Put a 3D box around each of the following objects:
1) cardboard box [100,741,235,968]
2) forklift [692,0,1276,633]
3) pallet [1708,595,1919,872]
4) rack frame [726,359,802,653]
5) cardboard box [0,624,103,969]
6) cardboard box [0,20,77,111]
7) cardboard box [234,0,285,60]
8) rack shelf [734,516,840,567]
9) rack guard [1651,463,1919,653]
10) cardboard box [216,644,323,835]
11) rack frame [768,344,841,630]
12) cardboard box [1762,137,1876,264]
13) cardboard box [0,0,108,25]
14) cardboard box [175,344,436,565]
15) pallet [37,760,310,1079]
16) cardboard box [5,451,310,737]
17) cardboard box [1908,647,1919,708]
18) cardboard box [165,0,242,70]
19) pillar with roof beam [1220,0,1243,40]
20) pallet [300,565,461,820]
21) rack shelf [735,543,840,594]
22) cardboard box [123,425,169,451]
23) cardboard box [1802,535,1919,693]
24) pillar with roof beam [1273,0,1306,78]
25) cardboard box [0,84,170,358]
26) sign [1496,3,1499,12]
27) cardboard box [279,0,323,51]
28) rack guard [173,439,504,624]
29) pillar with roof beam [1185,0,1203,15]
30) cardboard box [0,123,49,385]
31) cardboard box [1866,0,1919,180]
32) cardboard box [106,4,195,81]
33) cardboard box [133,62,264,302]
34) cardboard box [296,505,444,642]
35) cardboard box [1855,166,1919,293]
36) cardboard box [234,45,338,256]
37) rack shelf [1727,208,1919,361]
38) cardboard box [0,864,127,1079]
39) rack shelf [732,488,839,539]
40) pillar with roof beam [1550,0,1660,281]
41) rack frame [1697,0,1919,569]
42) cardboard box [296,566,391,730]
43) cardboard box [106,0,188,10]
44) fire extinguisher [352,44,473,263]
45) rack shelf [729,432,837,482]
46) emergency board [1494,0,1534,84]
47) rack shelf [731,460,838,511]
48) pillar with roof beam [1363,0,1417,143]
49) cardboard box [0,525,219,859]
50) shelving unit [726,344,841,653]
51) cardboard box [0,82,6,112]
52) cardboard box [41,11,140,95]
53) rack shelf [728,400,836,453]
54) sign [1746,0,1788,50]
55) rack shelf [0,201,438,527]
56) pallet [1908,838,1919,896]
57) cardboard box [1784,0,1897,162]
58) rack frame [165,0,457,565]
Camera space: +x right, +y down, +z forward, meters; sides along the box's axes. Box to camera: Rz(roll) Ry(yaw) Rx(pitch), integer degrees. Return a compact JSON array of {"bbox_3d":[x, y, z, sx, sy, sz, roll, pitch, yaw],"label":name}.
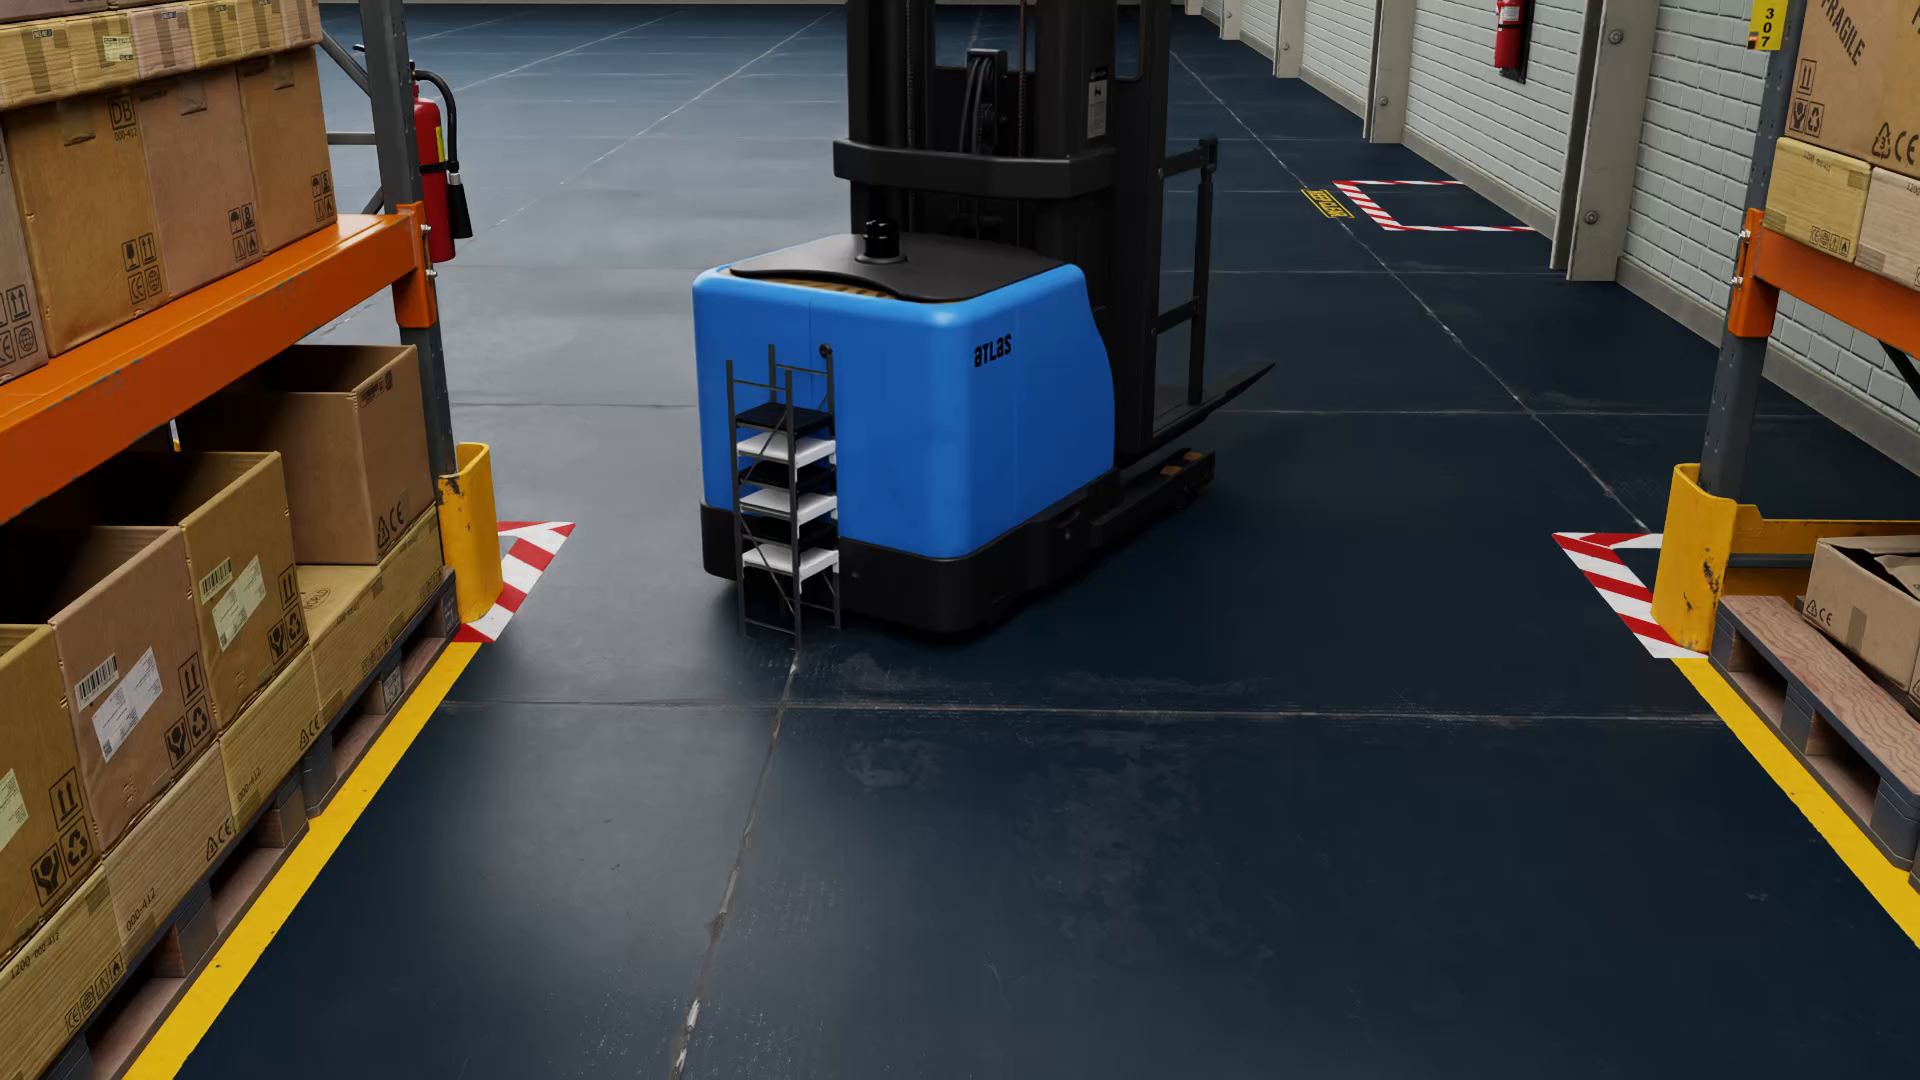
[{"bbox_3d":[-1.879,0.638,3.459,0.500,0.250,0.500,1,21,2],"label":"cardboard box"},{"bbox_3d":[0.341,-1.565,6.011,1.130,2.935,3.031,13,25,29],"label":"forklift"},{"bbox_3d":[2.765,0.486,4.485,1.003,0.211,1.213,1,21,2],"label":"pallet"},{"bbox_3d":[-0.590,-0.093,5.025,0.240,0.900,0.006,13,25,29],"label":"rack frame"},{"bbox_3d":[-1.889,0.469,2.858,0.500,0.500,0.500,1,21,2],"label":"cardboard box"},{"bbox_3d":[-1.983,-0.929,3.241,0.380,0.149,0.250,1,21,3],"label":"cardboard box"},{"bbox_3d":[-1.952,-1.302,4.203,0.380,0.149,0.250,1,21,3],"label":"cardboard box"},{"bbox_3d":[-0.536,-0.009,5.150,0.258,0.077,0.200,13,25,29],"label":"rack shelf"},{"bbox_3d":[2.825,0.058,5.189,1.175,0.500,0.348,1,21,2],"label":"rack guard"},{"bbox_3d":[-1.862,0.457,3.925,0.500,0.250,0.500,1,21,2],"label":"cardboard box"},{"bbox_3d":[-0.483,-0.156,5.186,0.240,0.900,0.006,13,25,29],"label":"rack frame"},{"bbox_3d":[2.495,-0.901,4.385,0.500,0.250,0.500,0,21,0],"label":"cardboard box"},{"bbox_3d":[-2.178,-1.279,3.247,0.700,0.500,0.500,1,21,2],"label":"cardboard box"},{"bbox_3d":[-1.843,-0.254,4.722,0.500,0.500,0.500,1,21,2],"label":"cardboard box"},{"bbox_3d":[-2.145,0.829,3.601,1.003,0.211,1.213,1,21,2],"label":"pallet"},{"bbox_3d":[-1.859,0.107,3.790,0.500,0.500,0.500,1,21,2],"label":"cardboard box"},{"bbox_3d":[2.699,0.369,4.041,0.500,0.311,0.500,2,21,6],"label":"cardboard box"},{"bbox_3d":[-1.960,-1.210,3.965,0.380,0.149,0.250,0,21,1],"label":"cardboard box"},{"bbox_3d":[0.098,-12.394,25.532,9.100,9.000,0.400,1,21,2],"label":"pillar with roof beam"},{"bbox_3d":[-2.106,0.389,4.735,1.003,0.211,1.213,1,21,2],"label":"pallet"},{"bbox_3d":[-0.536,0.075,5.183,0.258,0.077,0.200,13,25,29],"label":"rack shelf"},{"bbox_3d":[-2.376,-0.079,4.271,0.500,0.500,0.500,1,21,2],"label":"cardboard box"},{"bbox_3d":[2.716,0.163,4.572,0.500,0.311,0.500,-2,21,-4],"label":"cardboard box"},{"bbox_3d":[-0.085,-10.225,19.941,9.100,9.000,0.400,1,21,2],"label":"pillar with roof beam"},{"bbox_3d":[-2.183,-0.697,3.539,0.700,0.500,0.500,1,21,2],"label":"cardboard box"},{"bbox_3d":[4.086,-4.150,12.529,0.001,0.329,0.234,1,21,2],"label":"sign"},{"bbox_3d":[-1.945,-1.397,4.447,0.380,0.149,0.250,0,21,1],"label":"cardboard box"},{"bbox_3d":[-2.123,-0.031,5.419,1.175,0.500,0.348,1,21,2],"label":"rack guard"},{"bbox_3d":[0.280,-14.563,31.123,9.100,9.000,0.400,1,21,2],"label":"pillar with roof beam"},{"bbox_3d":[-2.196,-0.506,3.049,0.700,0.500,0.500,1,21,3],"label":"cardboard box"},{"bbox_3d":[2.487,-1.076,3.798,0.500,0.500,0.500,1,21,2],"label":"cardboard box"},{"bbox_3d":[-1.969,-1.119,3.731,0.380,0.149,0.250,1,21,2],"label":"cardboard box"},{"bbox_3d":[-2.162,-0.876,4.002,0.700,0.500,0.500,1,21,3],"label":"cardboard box"},{"bbox_3d":[-1.845,0.095,4.857,0.500,0.250,0.500,1,21,2],"label":"cardboard box"},{"bbox_3d":[2.494,-0.713,3.901,0.500,0.250,0.500,0,21,0],"label":"cardboard box"},{"bbox_3d":[-2.151,-1.066,4.491,0.700,0.500,0.500,1,21,2],"label":"cardboard box"},{"bbox_3d":[2.767,-0.076,3.074,1.077,0.370,4.000,1,21,2],"label":"rack shelf"},{"bbox_3d":[-1.888,0.819,2.993,0.500,0.250,0.500,1,21,2],"label":"cardboard box"},{"bbox_3d":[-0.536,-0.093,5.117,0.258,0.077,0.200,13,25,29],"label":"rack shelf"},{"bbox_3d":[-0.450,-5.886,8.758,9.100,9.000,0.400,1,21,2],"label":"pillar with roof beam"},{"bbox_3d":[2.827,-1.135,4.807,1.000,3.000,0.127,1,21,2],"label":"rack frame"},{"bbox_3d":[-1.848,0.276,4.391,0.500,0.250,0.500,1,21,2],"label":"cardboard box"},{"bbox_3d":[-2.163,-1.461,3.717,0.700,0.500,0.500,0,21,0],"label":"cardboard box"},{"bbox_3d":[-1.656,-1.190,5.055,0.296,0.674,0.183,1,21,2],"label":"fire extinguisher"},{"bbox_3d":[-0.536,-0.261,5.052,0.258,0.077,0.200,13,25,29],"label":"rack shelf"},{"bbox_3d":[3.966,-3.935,12.023,0.194,1.169,0.643,1,21,2],"label":"emergency board"},{"bbox_3d":[-0.536,-0.177,5.085,0.258,0.077,0.200,13,25,29],"label":"rack shelf"},{"bbox_3d":[-0.267,-8.055,14.349,9.100,9.000,0.400,1,21,2],"label":"pillar with roof beam"},{"bbox_3d":[-1.875,0.288,3.324,0.500,0.500,0.500,1,21,2],"label":"cardboard box"},{"bbox_3d":[-0.536,-0.124,5.105,0.258,0.900,0.210,13,25,29],"label":"shelving unit"},{"bbox_3d":[-1.990,-0.836,3.002,0.380,0.149,0.250,0,21,1],"label":"cardboard box"},{"bbox_3d":[-1.977,-1.024,3.486,0.380,0.149,0.250,1,21,3],"label":"cardboard box"},{"bbox_3d":[-0.536,-0.345,5.020,0.258,0.077,0.200,13,25,29],"label":"rack shelf"},{"bbox_3d":[2.285,-1.544,4.666,0.100,0.325,0.005,1,21,2],"label":"sign"},{"bbox_3d":[-2.185,-0.130,3.211,1.077,0.370,4.000,1,21,2],"label":"rack shelf"},{"bbox_3d":[2.725,0.926,3.351,1.003,0.211,1.213,1,21,2],"label":"pallet"},{"bbox_3d":[2.512,-1.255,4.259,0.500,0.500,0.500,1,21,2],"label":"cardboard box"},{"bbox_3d":[-2.124,-1.188,4.944,1.000,3.000,0.127,1,21,2],"label":"rack frame"}]
